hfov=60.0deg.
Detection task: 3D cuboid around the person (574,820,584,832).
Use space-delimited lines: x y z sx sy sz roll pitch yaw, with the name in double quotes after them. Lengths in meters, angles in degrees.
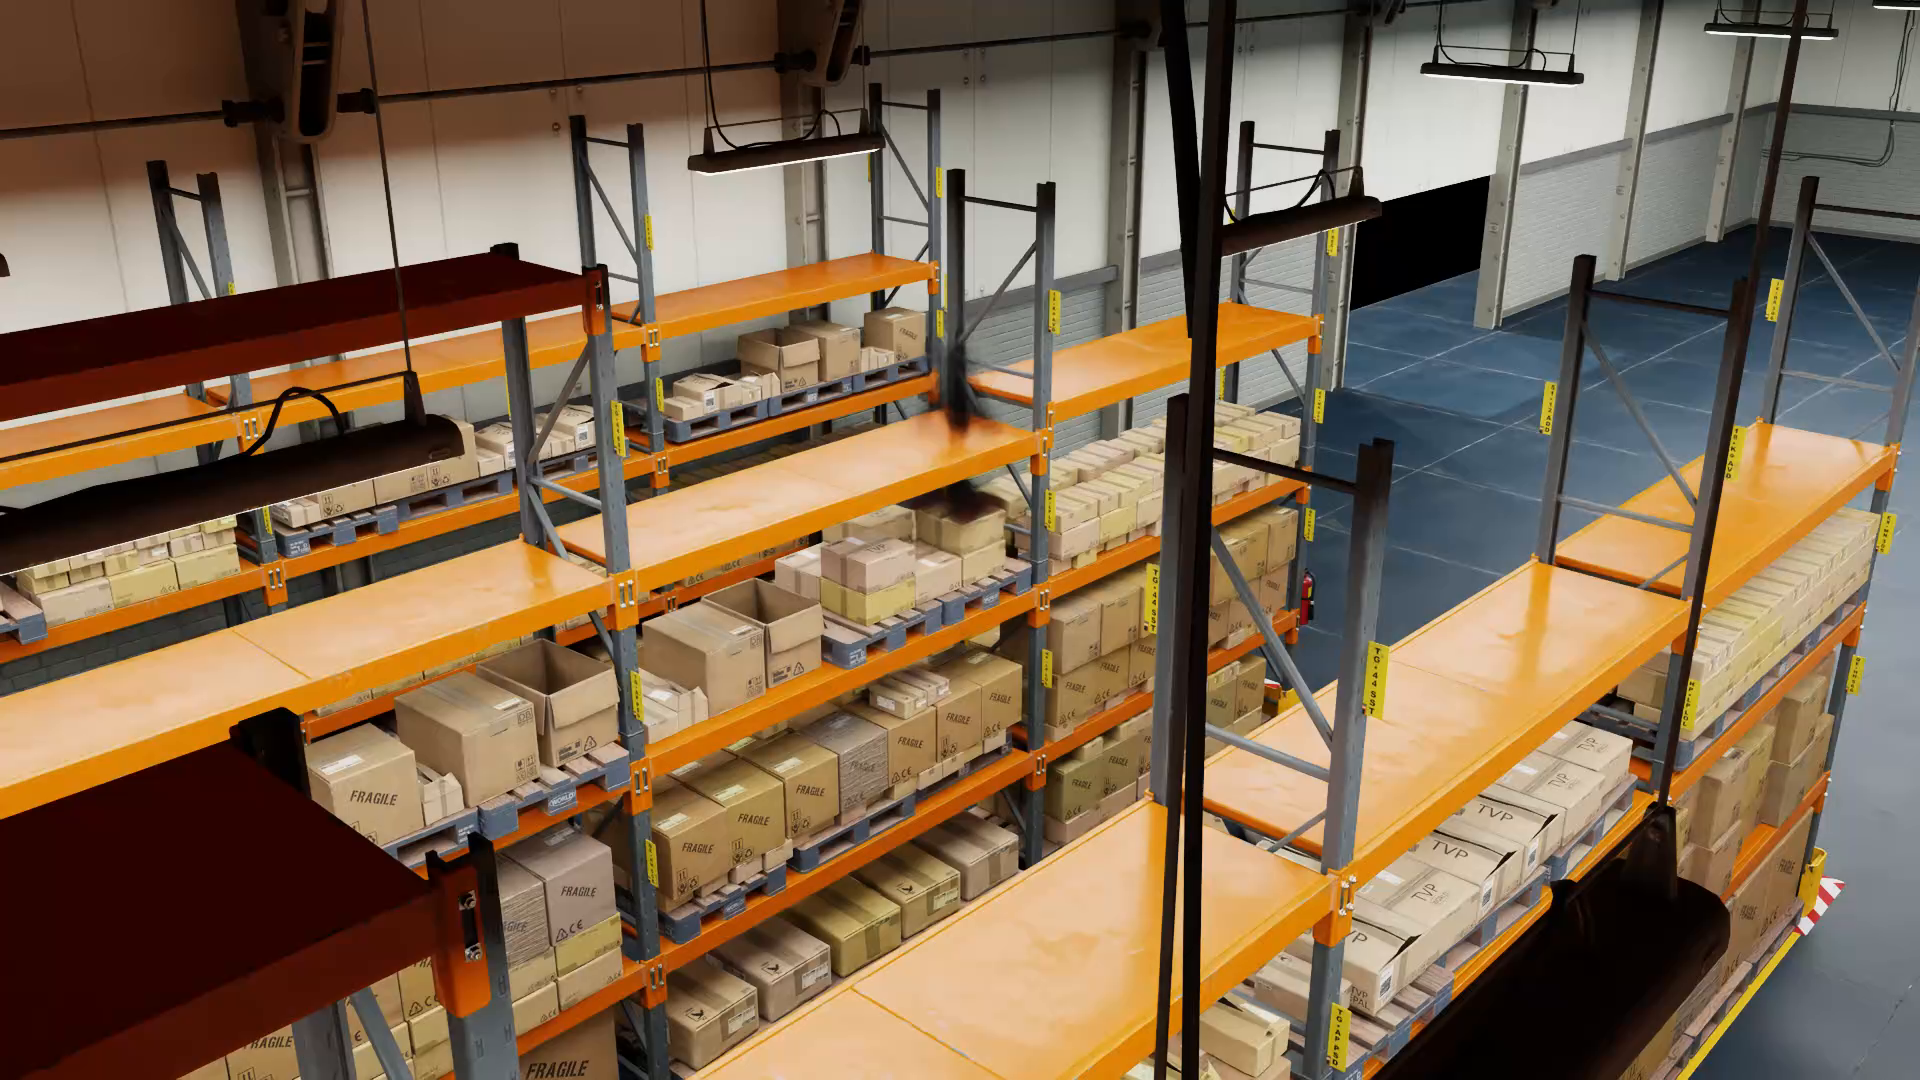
-3.161 2.684 12.767 0.623 1.675 0.580 16 26 35 "person"
